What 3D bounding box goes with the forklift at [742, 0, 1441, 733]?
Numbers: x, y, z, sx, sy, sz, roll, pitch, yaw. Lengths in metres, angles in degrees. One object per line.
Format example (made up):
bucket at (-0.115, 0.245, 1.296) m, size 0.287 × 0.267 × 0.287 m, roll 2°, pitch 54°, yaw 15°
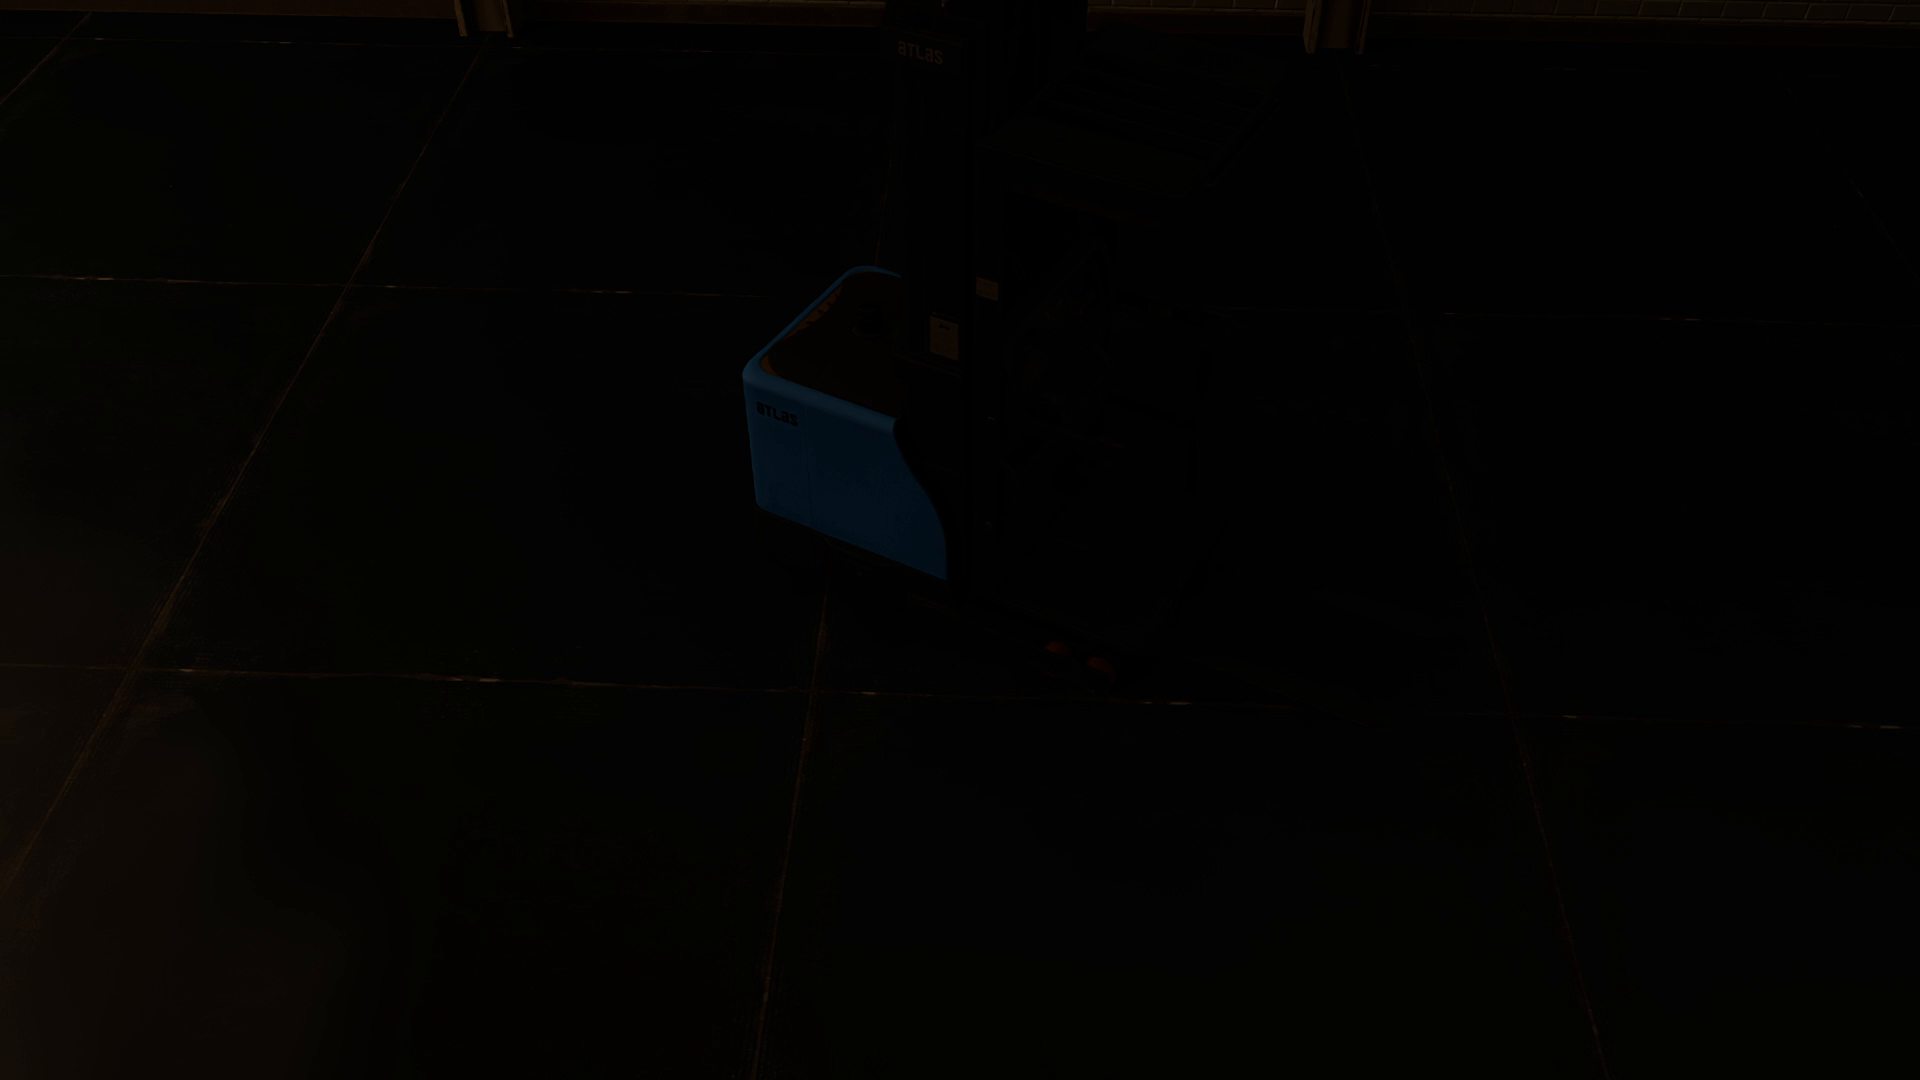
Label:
forklift at (0.586, -0.828, 6.649) m, size 3.031 × 2.935 × 1.130 m, roll 20°, pitch 46°, yaw 21°
